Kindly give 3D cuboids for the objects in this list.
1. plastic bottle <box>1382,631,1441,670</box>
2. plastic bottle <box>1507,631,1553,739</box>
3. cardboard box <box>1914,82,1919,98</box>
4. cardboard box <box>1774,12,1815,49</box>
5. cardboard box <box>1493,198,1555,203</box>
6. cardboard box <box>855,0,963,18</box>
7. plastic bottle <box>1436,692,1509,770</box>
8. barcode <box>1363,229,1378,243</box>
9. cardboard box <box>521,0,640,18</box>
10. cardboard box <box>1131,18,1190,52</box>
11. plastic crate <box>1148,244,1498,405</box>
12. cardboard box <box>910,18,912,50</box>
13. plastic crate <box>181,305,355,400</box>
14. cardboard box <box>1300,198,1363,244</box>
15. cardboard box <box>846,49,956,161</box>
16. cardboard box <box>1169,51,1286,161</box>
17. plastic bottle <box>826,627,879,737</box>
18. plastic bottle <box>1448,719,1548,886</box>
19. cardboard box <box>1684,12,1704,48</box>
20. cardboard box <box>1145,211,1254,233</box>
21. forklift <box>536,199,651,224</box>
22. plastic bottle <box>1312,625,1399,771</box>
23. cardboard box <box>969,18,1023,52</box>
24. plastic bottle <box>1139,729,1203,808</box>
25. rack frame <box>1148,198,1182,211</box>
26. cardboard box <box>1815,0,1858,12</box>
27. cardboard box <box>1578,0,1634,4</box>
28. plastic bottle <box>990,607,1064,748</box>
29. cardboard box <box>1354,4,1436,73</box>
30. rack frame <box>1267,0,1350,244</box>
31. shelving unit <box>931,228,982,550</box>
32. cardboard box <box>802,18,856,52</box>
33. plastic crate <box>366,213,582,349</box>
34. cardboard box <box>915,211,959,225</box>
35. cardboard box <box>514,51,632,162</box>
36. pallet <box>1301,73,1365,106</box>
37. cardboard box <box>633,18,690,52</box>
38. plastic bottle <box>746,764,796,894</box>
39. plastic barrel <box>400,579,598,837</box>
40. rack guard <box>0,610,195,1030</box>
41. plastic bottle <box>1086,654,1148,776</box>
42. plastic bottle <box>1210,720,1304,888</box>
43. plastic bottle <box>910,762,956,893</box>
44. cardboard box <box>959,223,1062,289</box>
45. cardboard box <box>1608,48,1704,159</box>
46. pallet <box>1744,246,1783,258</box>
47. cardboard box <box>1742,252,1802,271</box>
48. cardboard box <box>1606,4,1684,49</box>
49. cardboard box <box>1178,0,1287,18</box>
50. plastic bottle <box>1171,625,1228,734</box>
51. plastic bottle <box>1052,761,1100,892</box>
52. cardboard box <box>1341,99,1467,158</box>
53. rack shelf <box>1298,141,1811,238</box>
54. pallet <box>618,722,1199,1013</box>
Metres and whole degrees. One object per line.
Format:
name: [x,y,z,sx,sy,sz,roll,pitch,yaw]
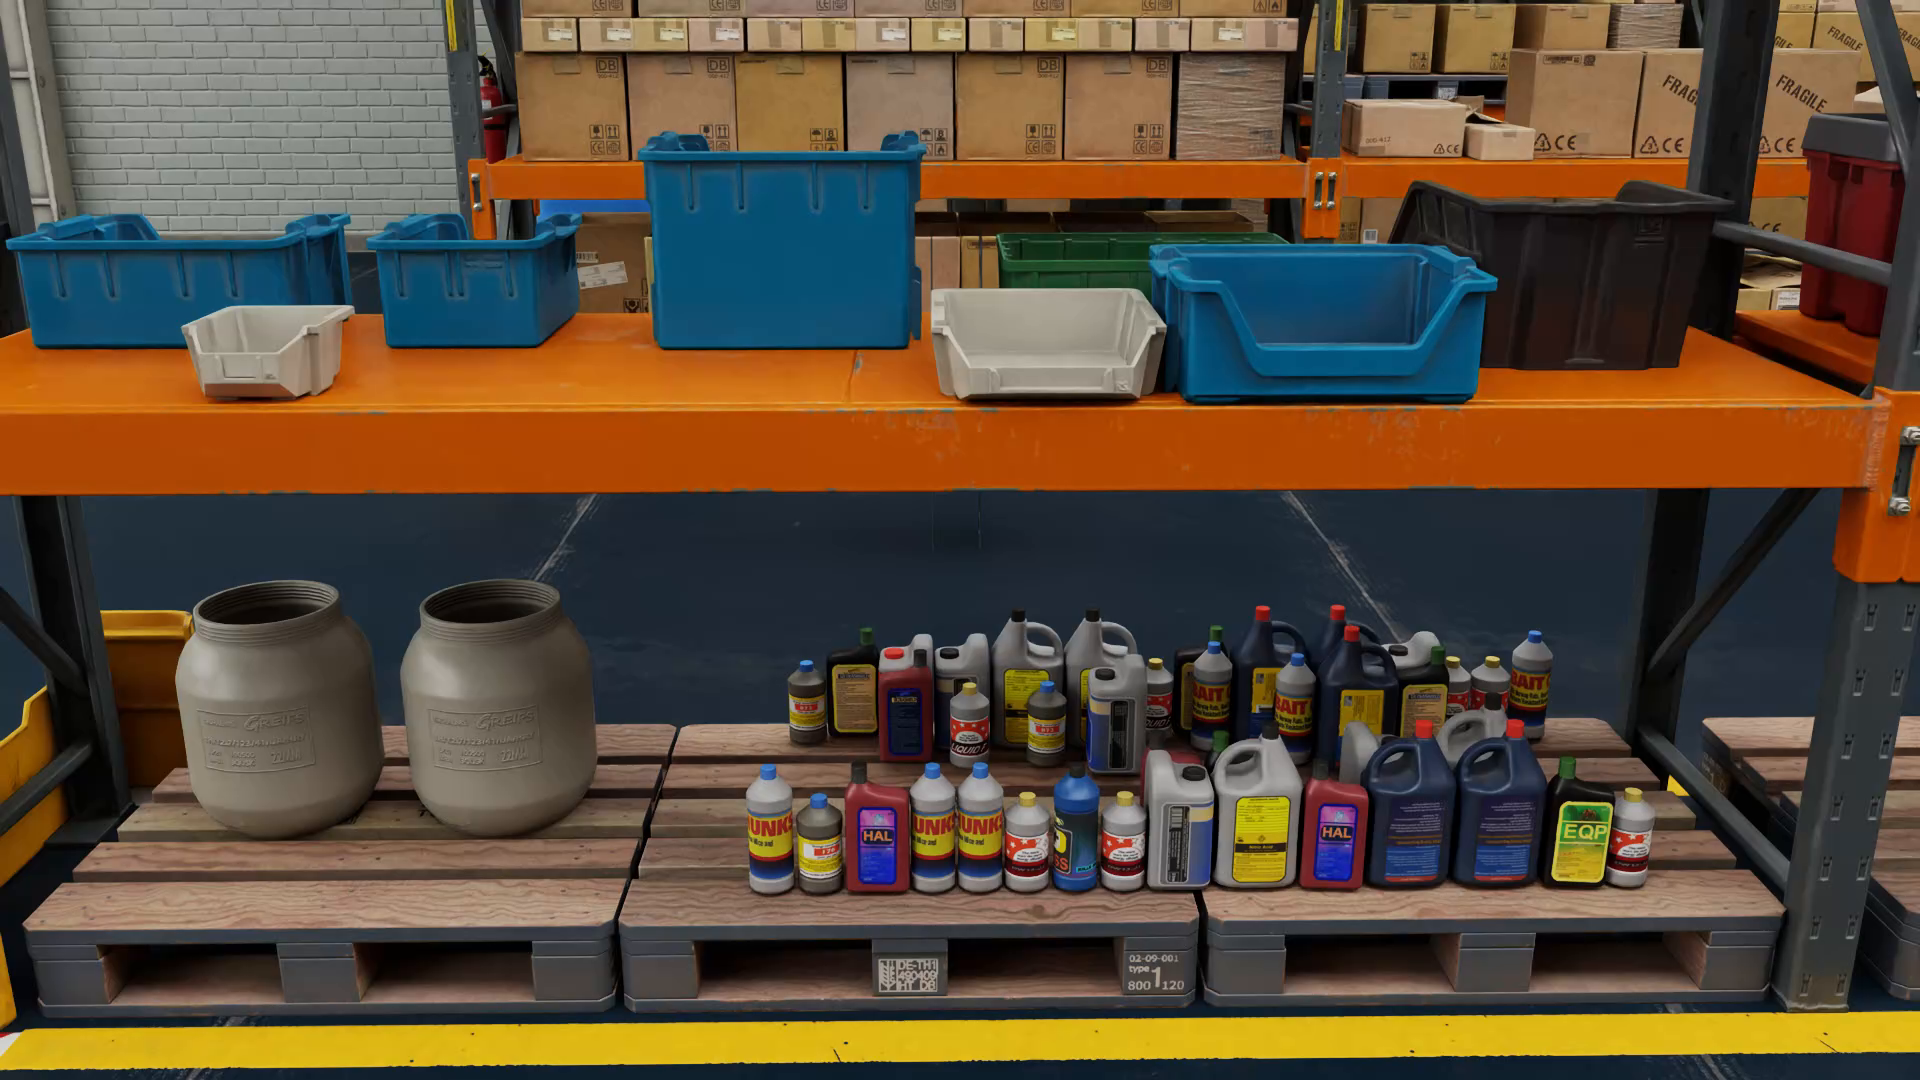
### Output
plastic bottle: [1.133,0.371,4.218,0.135,0.276,0.152,0,18,1]
plastic bottle: [1.456,0.364,4.249,0.097,0.271,0.097,0,18,0]
cardboard box: [7.244,-3.474,12.845,0.250,0.149,0.380,0,18,0]
cardboard box: [6.115,-3.762,12.680,0.500,0.500,0.500,0,18,1]
cardboard box: [4.389,-2.672,13.337,0.500,0.500,0.700,0,18,-1]
cardboard box: [-0.242,-2.760,7.955,0.500,0.500,0.700,0,18,-1]
plastic bottle: [1.140,0.505,3.678,0.185,0.351,0.144,0,18,-1]
barcode: [1.969,-1.457,7.979,0.075,0.075,0.001,0,18,-1]
cardboard box: [-1.772,-2.751,7.925,0.500,0.500,0.700,0,18,-1]
cardboard box: [0.930,-2.394,7.873,0.250,0.149,0.380,-1,18,-2]
plastic crate: [0.680,-0.435,3.235,0.616,0.251,0.499,0,18,-1]
cardboard box: [-0.362,-2.512,8.241,0.250,0.149,0.380,-1,18,-2]
plastic crate: [-1.318,-0.355,3.175,0.250,0.136,0.298,0,18,-1]
cardboard box: [2.877,-2.665,13.317,0.500,0.500,0.700,-1,18,-2]
cardboard box: [-0.277,-2.141,8.149,0.500,0.500,0.700,0,18,1]
cardboard box: [1.264,-2.150,8.175,0.500,0.500,0.700,-1,18,-2]
plastic bottle: [-0.272,0.361,4.239,0.133,0.283,0.061,0,18,0]
plastic bottle: [1.142,0.549,3.541,0.185,0.351,0.144,-1,18,-2]
cardboard box: [6.093,-3.920,13.174,0.500,0.500,0.500,0,18,-1]
cardboard box: [1.239,-1.448,8.736,0.500,0.500,0.500,0,18,-1]
forklift: [-1.131,-2.788,10.441,3.031,2.935,1.130,-1,18,-2]
plastic bottle: [0.970,0.379,4.070,0.185,0.351,0.144,0,18,-1]
cardboard box: [0.169,-2.391,7.863,0.250,0.149,0.380,0,18,1]
plastic bottle: [0.463,0.551,3.646,0.133,0.283,0.061,0,18,-1]
rack frame: [1.625,-3.619,12.920,0.127,3.000,1.000,0,18,-1]
cardboard box: [6.620,-4.121,12.572,0.500,0.250,0.500,-1,18,-2]
cardboard box: [4.959,-4.188,12.746,0.250,0.149,0.380,-3,18,-10]
plastic bottle: [0.168,0.339,4.196,0.185,0.351,0.144,0,18,1]
cardboard box: [3.352,-3.882,12.854,0.500,0.500,0.700,2,18,7]
rack frame: [1.707,-2.106,8.203,0.127,3.000,1.000,0,18,-1]
shelving unit: [-0.014,-0.571,6.364,0.189,1.200,0.258,0,18,-1]
cardboard box: [-0.609,-2.387,7.851,0.250,0.149,0.380,-1,18,-2]
plastic crate: [-1.073,-0.599,3.747,0.408,0.251,0.499,0,18,-1]
cardboard box: [-0.261,-1.440,8.711,0.500,0.500,0.500,0,18,-1]
cardboard box: [-1.825,-2.133,8.123,0.500,0.500,0.700,0,18,-1]
pallet: [2.392,-3.487,12.822,1.213,0.211,1.003,0,18,-1]
cardboard box: [-1.383,-2.383,7.839,0.250,0.149,0.380,0,18,-1]
plastic bottle: [-0.400,0.602,3.507,0.097,0.271,0.097,0,18,0]
plastic barrel: [-1.060,0.381,3.833,0.421,0.512,0.421,0,18,0]
rack guard: [-2.142,0.601,3.855,0.348,0.500,1.175,0,18,-1]
plastic bottle: [0.382,0.419,4.069,0.135,0.276,0.152,0,18,-1]
plastic bottle: [0.628,0.552,3.533,0.185,0.351,0.144,0,18,-1]
plastic bottle: [-0.057,0.600,3.512,0.097,0.271,0.097,0,18,0]
cardboard box: [0.247,-1.283,8.222,0.500,0.500,0.500,0,18,-1]
cardboard box: [3.503,-2.158,8.200,0.500,0.500,0.500,0,18,-1]
pallet: [6.414,-2.292,13.346,1.213,0.211,1.003,0,18,-1]
cardboard box: [4.143,-1.364,8.784,0.500,0.311,0.500,-1,18,-2]
cardboard box: [5.155,-3.890,12.881,0.500,0.500,0.700,-2,18,-7]
cardboard box: [1.264,-2.768,7.977,0.500,0.500,0.700,0,18,-1]
plastic bottle: [0.614,0.356,4.252,0.133,0.283,0.061,1,18,2]
plastic bottle: [0.245,0.599,3.517,0.097,0.271,0.097,0,18,0]
cardboard box: [2.199,-2.051,8.275,0.500,0.250,0.500,1,18,3]
rack shelf: [3.707,-1.774,8.343,4.000,0.370,1.077,0,18,-1]
pallet: [-0.113,0.731,3.922,1.213,0.211,1.003,0,18,-1]
